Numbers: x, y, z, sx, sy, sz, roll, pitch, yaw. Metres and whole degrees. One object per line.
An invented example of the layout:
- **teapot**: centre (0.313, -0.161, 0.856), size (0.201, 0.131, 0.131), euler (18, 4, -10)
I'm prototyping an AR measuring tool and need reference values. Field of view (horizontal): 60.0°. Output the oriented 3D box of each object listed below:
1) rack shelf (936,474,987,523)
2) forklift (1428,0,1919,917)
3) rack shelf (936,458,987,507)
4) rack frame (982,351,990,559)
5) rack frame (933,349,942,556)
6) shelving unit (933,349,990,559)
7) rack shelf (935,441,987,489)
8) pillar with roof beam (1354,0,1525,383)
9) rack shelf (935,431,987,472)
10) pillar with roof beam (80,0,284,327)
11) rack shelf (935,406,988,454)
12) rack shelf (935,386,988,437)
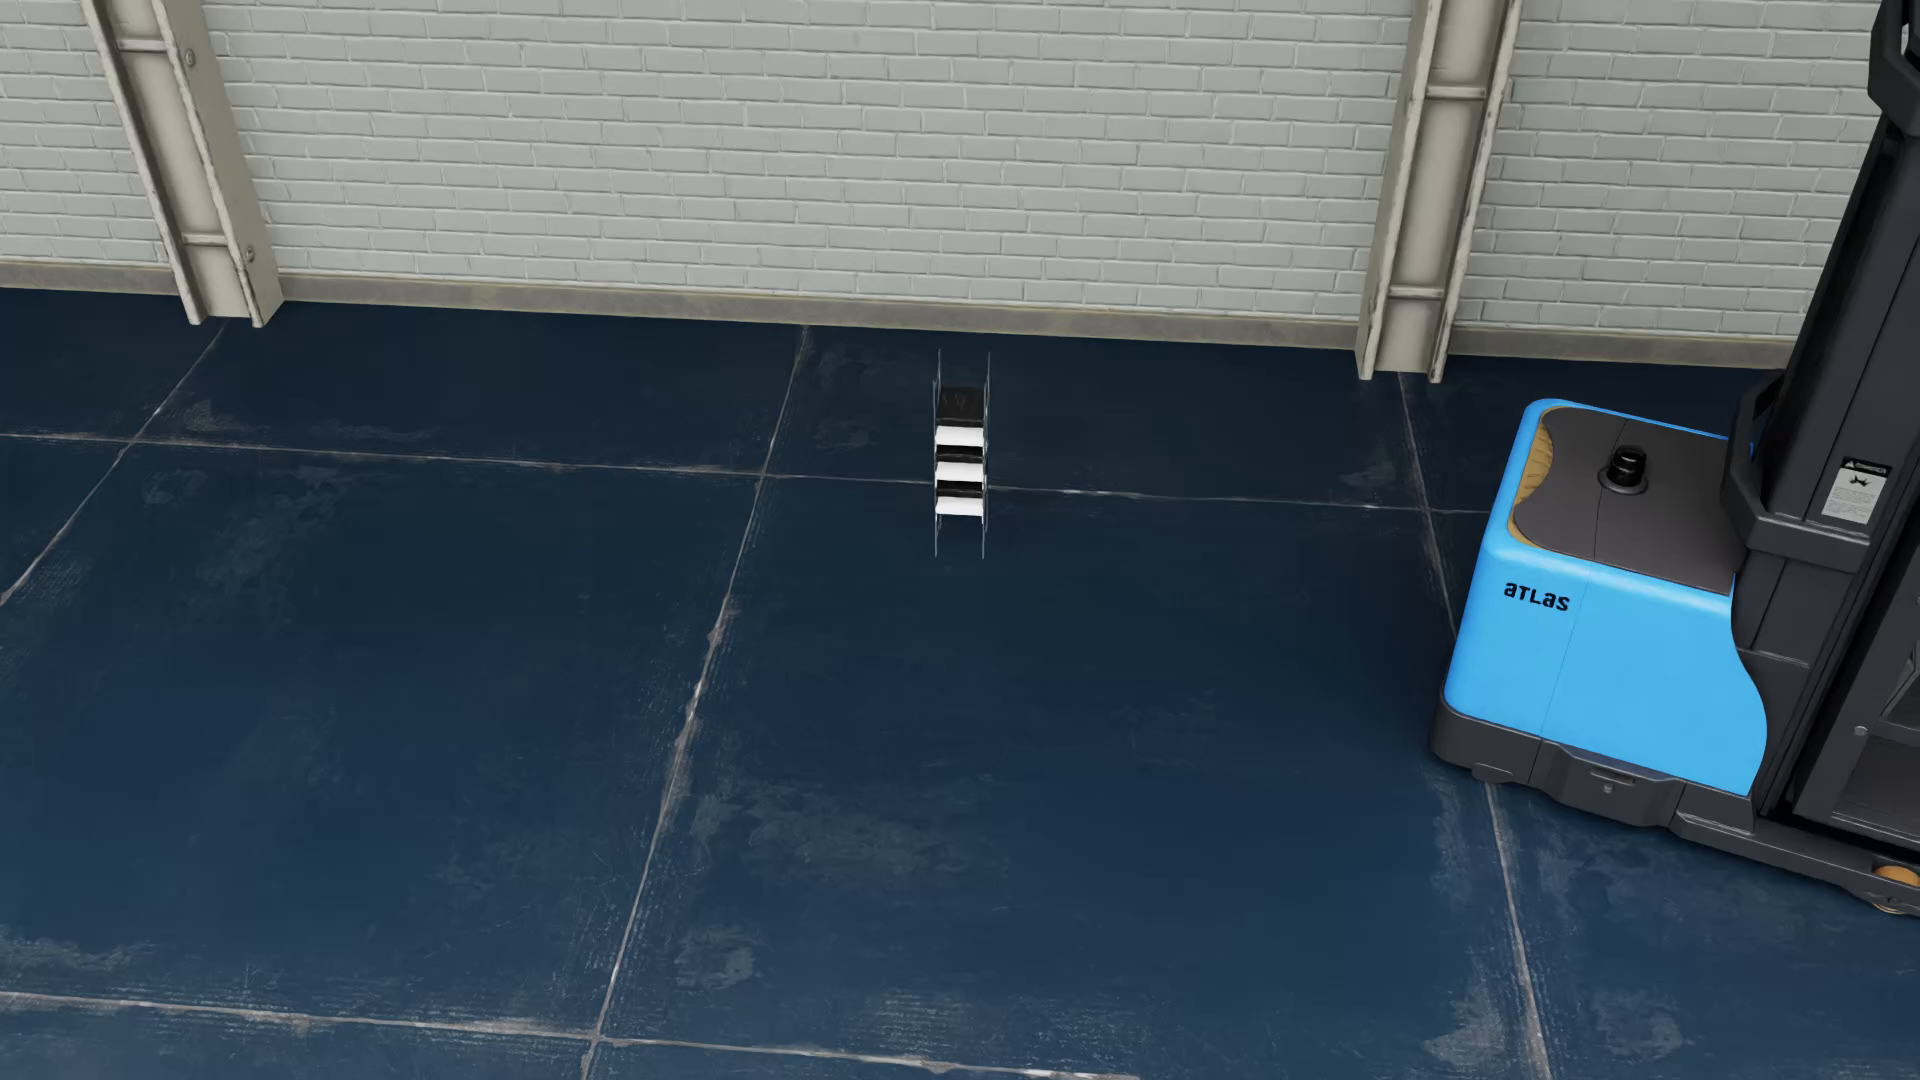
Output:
- **rack shelf**: centre (0.008, -0.183, 7.100), size (0.200, 0.077, 0.258), euler (3, 39, 4)
- **forklift**: centre (3.310, -0.195, 5.168), size (3.031, 2.935, 1.130), euler (16, 42, 19)
- **rack shelf**: centre (0.008, -0.253, 7.043), size (0.200, 0.077, 0.258), euler (3, 39, 4)
- **rack frame**: centre (0.109, -0.343, 6.959), size (0.006, 0.900, 0.240), euler (3, 39, 4)
- **rack frame**: centre (-0.093, -0.354, 6.972), size (0.006, 0.900, 0.240), euler (3, 39, 4)
- **shelving unit**: centre (0.008, -0.349, 6.965), size (0.210, 0.900, 0.258), euler (3, 39, 4)
- **rack shelf**: centre (0.008, -0.323, 6.986), size (0.200, 0.077, 0.258), euler (3, 39, 4)
- **pillar with roof beam**: centre (1.818, -1.663, 2.164), size (0.400, 9.000, 9.100), euler (3, 39, 4)
- **rack shelf**: centre (0.008, -0.393, 6.930), size (0.200, 0.077, 0.258), euler (3, 39, 4)
- **pillar with roof beam**: centre (-4.160, -1.989, 2.566), size (0.400, 9.000, 9.100), euler (3, 39, 4)
- **rack shelf**: centre (0.008, -0.462, 6.873), size (0.200, 0.077, 0.258), euler (3, 39, 4)
- **rack shelf**: centre (0.008, -0.532, 6.816), size (0.200, 0.077, 0.258), euler (3, 39, 4)
